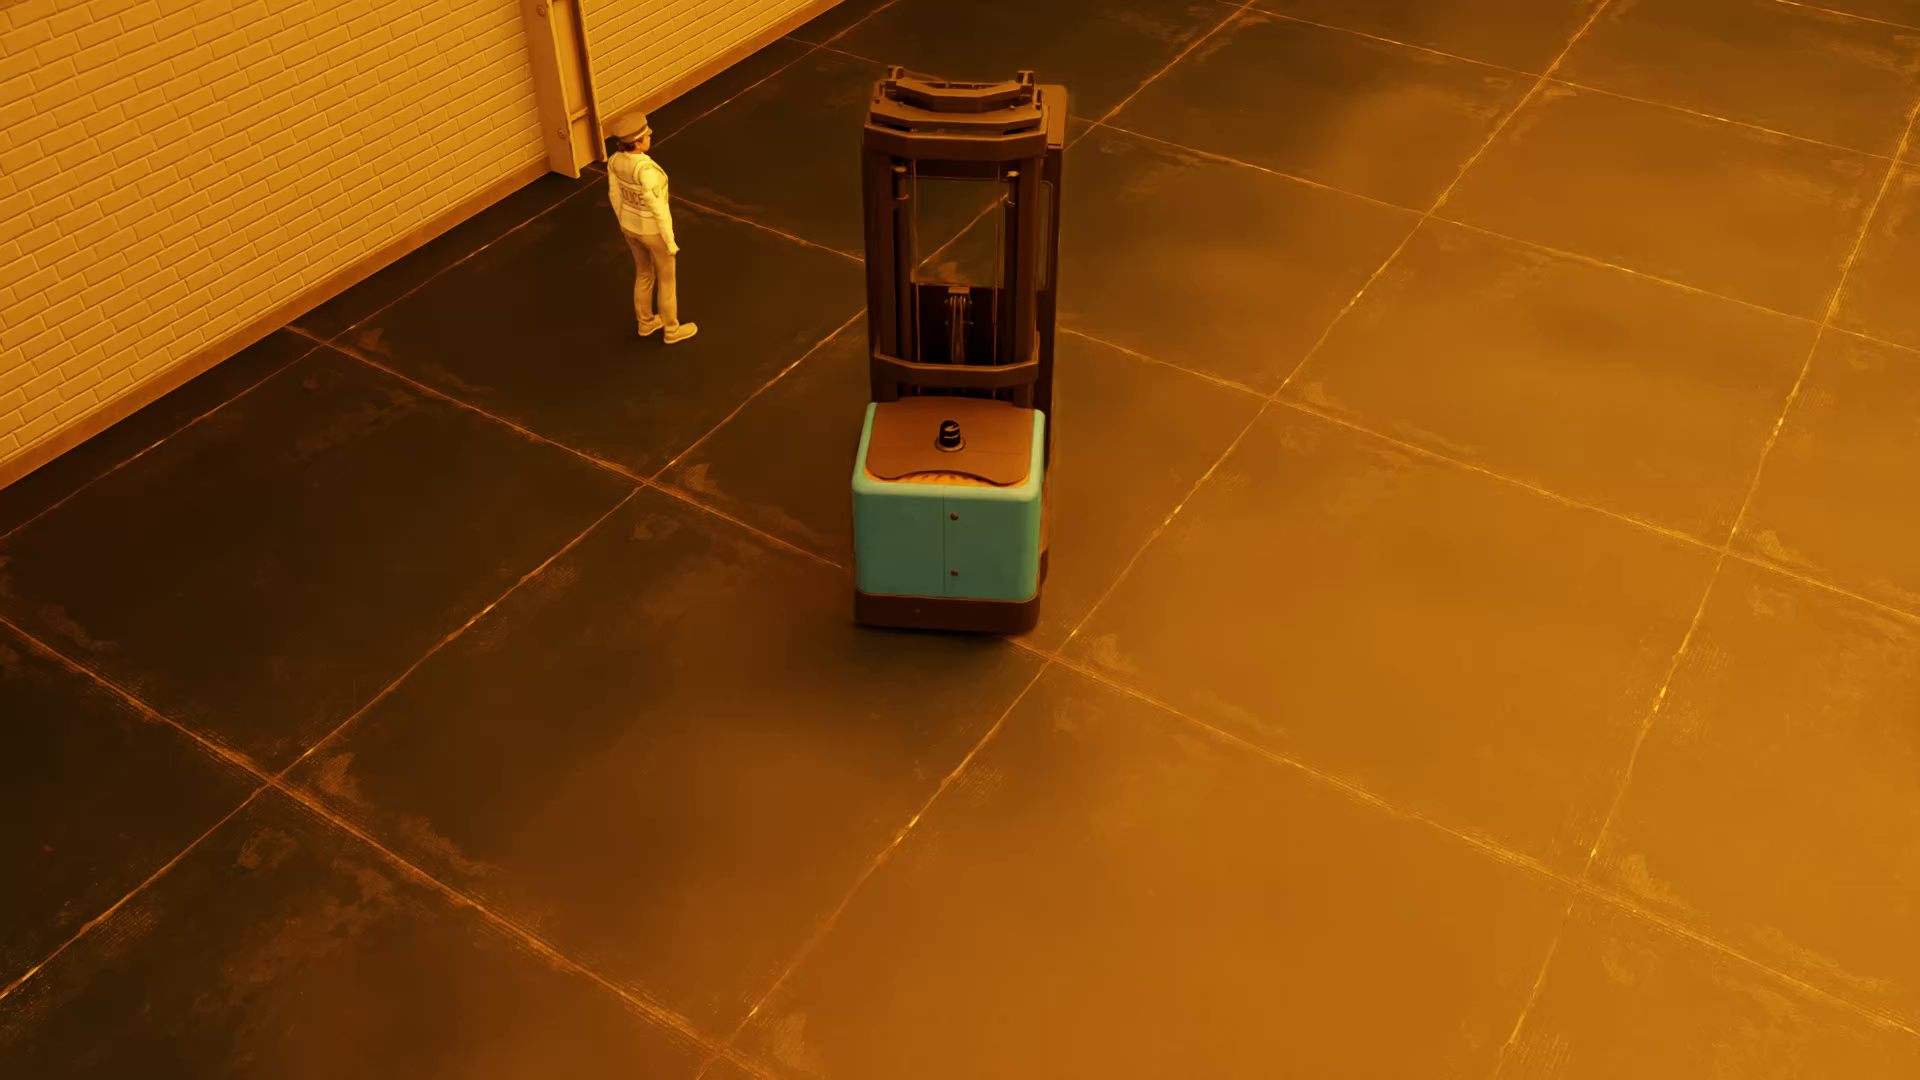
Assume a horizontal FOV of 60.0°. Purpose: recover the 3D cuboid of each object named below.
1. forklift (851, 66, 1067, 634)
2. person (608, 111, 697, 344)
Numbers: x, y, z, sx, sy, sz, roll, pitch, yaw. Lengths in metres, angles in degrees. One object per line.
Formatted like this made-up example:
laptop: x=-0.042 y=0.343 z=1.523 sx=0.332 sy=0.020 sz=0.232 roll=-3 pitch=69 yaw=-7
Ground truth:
forklift: x=0.029 y=-1.526 z=9.767 sx=1.130 sy=2.935 sz=3.031 roll=3 pitch=40 yaw=3
person: x=-2.138 y=-2.144 z=11.466 sx=0.523 sy=1.686 sz=0.350 roll=26 pitch=47 yaw=28
